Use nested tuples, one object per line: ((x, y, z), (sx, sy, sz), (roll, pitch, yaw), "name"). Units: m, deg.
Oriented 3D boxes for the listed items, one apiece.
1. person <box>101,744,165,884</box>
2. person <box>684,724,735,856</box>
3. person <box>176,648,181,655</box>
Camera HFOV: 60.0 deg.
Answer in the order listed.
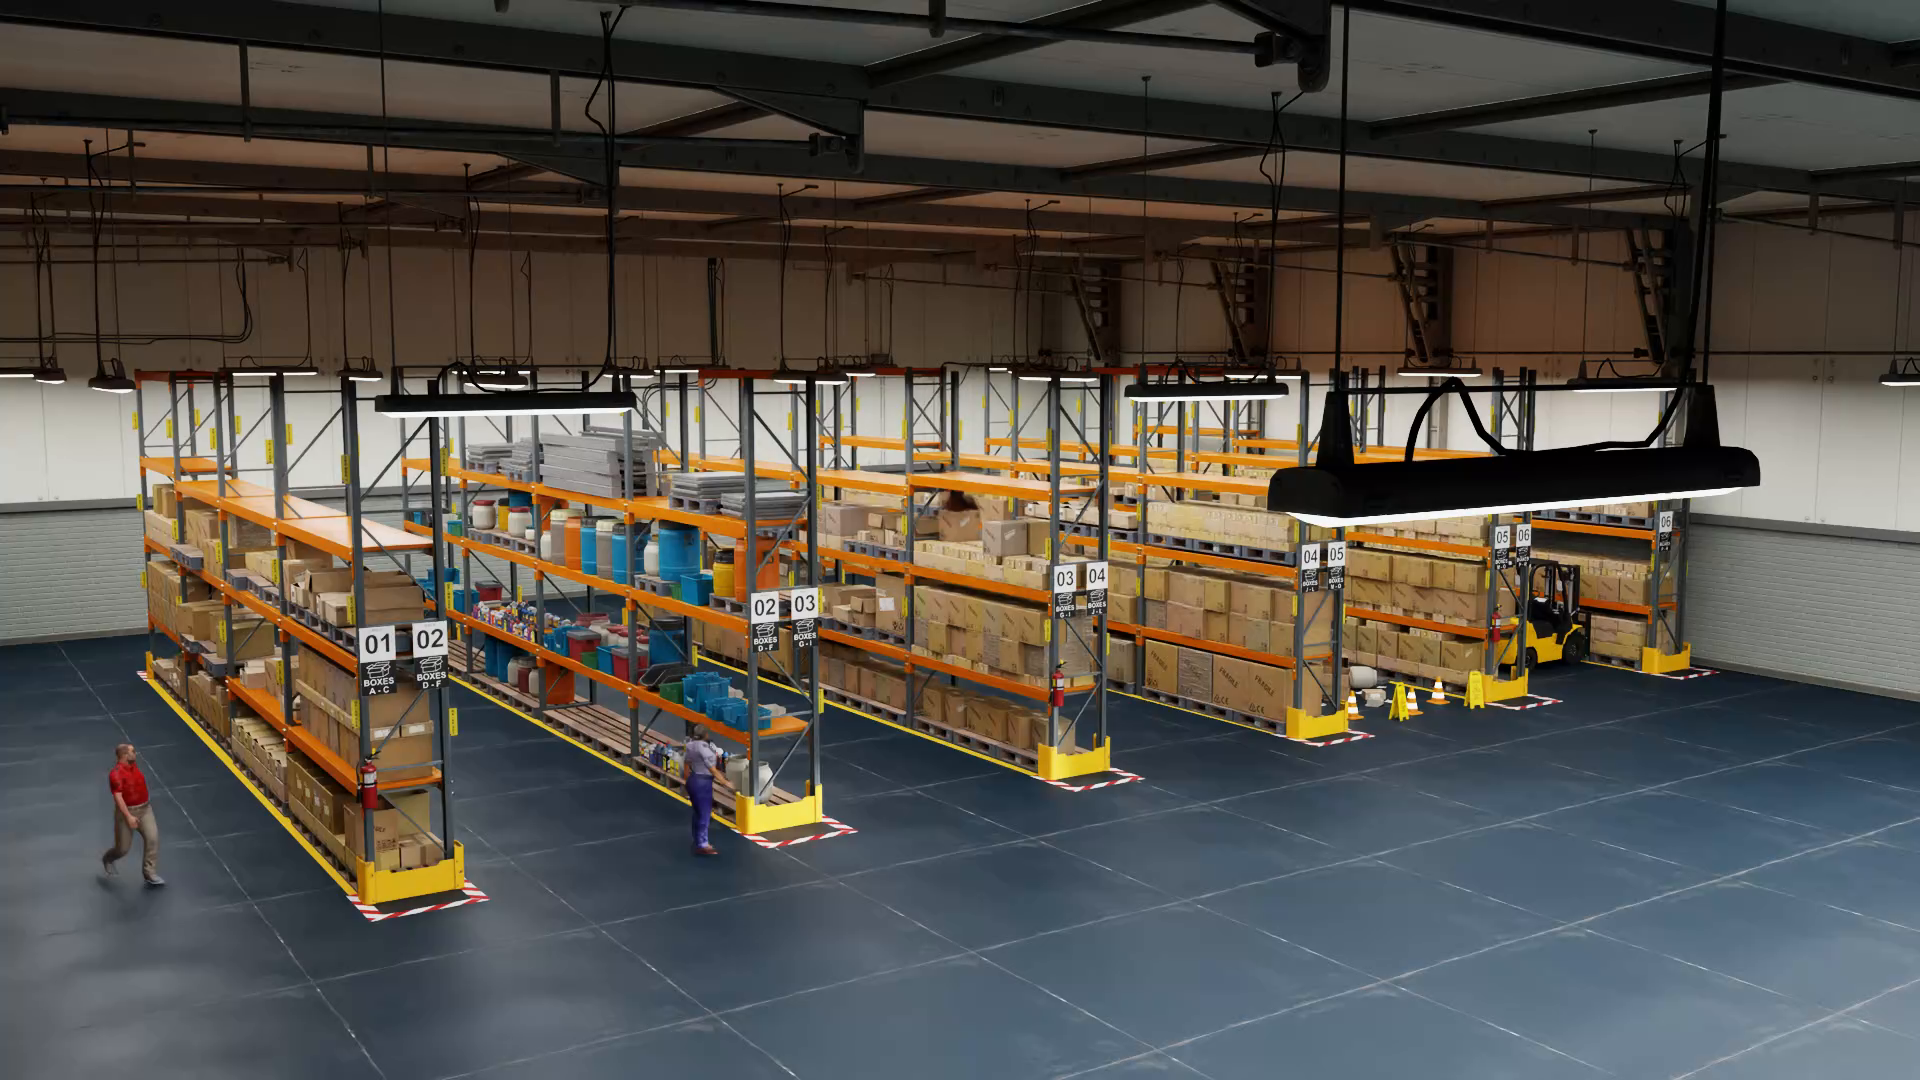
((-9.925, 3.252, 19.832), (0.856, 1.674, 0.493), (4, 8, 35), "person")
((-3.176, 3.148, 21.090), (0.548, 1.678, 0.543), (-3, 7, -25), "person")
((-15.541, 1.613, 33.871), (0.925, 1.790, 0.706), (-4, 8, -32), "person")
